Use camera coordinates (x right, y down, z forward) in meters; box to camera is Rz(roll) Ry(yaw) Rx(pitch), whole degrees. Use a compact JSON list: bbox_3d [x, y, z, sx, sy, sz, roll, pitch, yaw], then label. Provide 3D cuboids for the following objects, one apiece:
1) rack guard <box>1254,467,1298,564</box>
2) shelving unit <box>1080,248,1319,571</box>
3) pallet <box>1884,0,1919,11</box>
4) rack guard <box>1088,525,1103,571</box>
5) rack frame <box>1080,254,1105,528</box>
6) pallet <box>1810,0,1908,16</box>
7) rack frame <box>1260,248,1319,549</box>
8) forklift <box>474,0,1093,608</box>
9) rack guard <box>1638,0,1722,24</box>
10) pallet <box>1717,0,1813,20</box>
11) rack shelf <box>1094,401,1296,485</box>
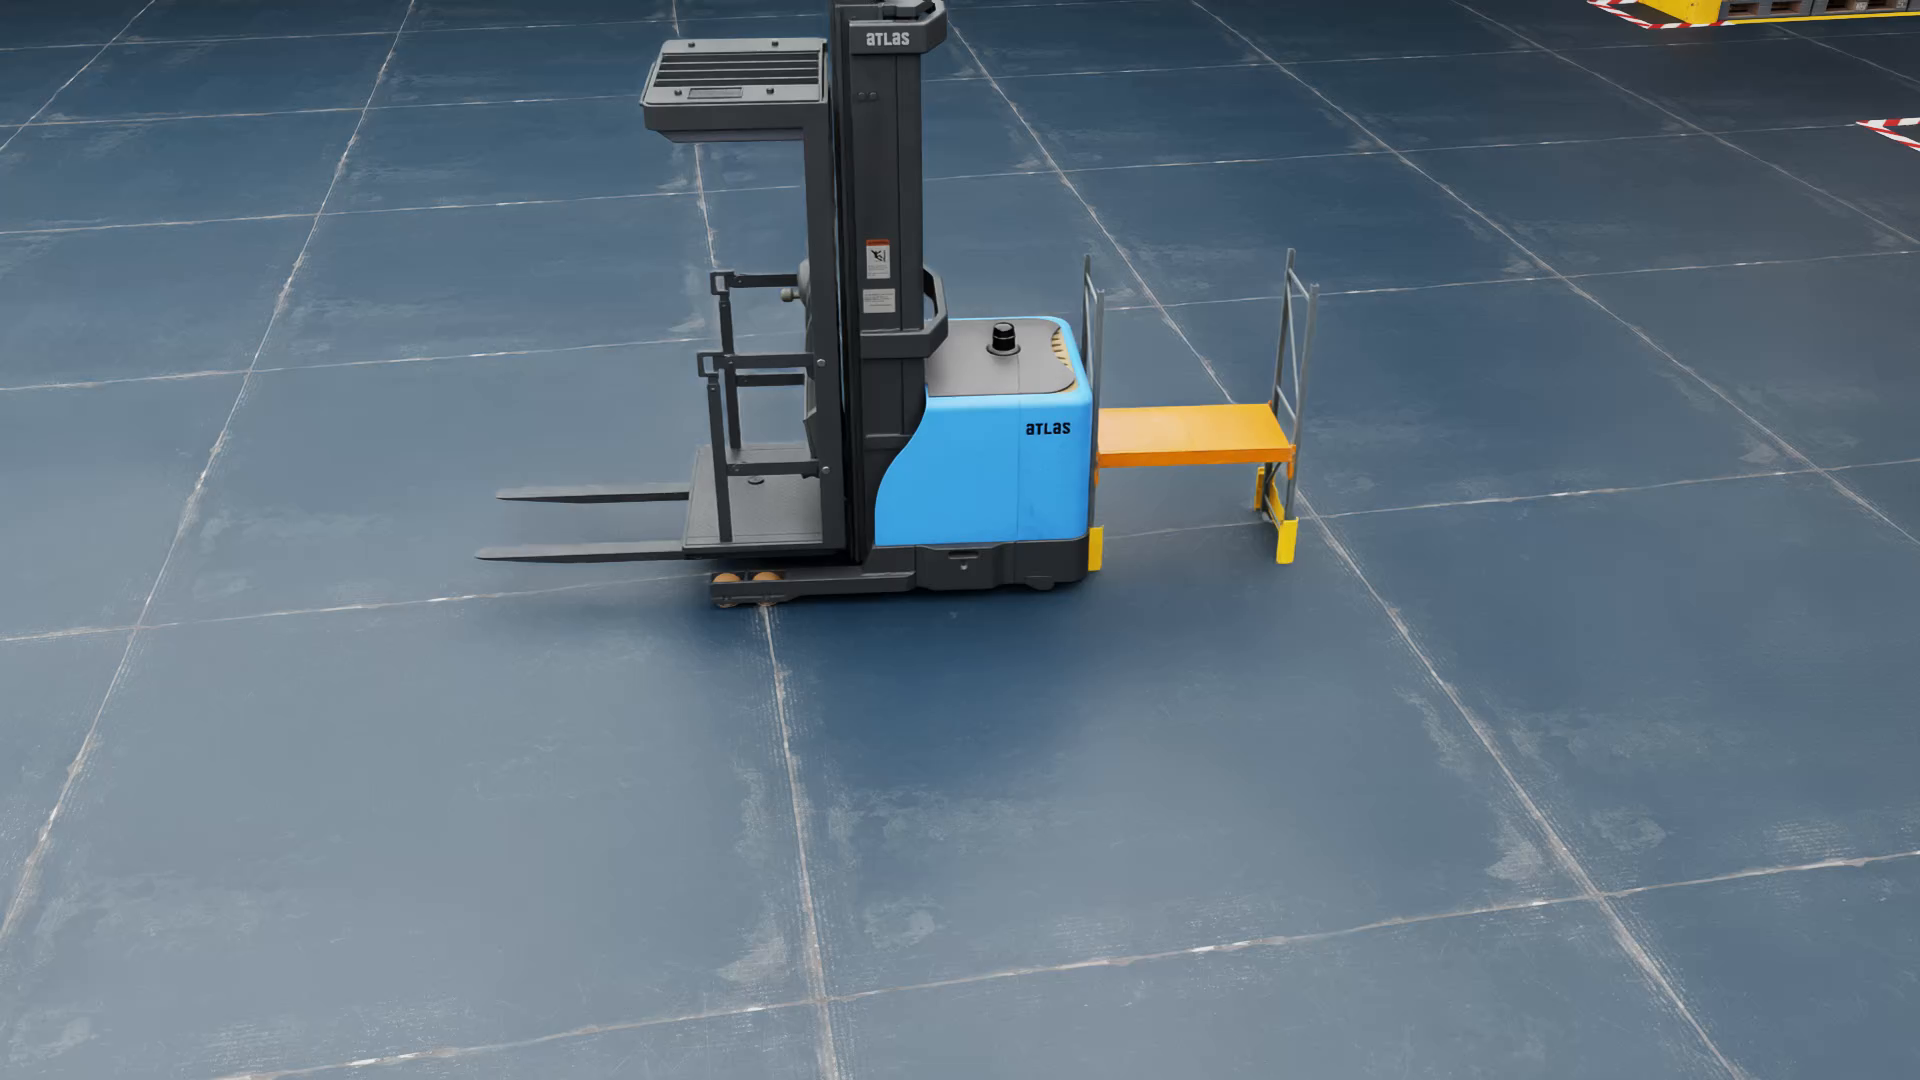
[{"bbox_3d":[1.656,-0.135,8.733,0.087,0.250,0.587,-2,31,-3],"label":"rack guard"},{"bbox_3d":[1.159,-0.656,8.386,1.083,1.500,0.587,-2,31,-3],"label":"shelving unit"},{"bbox_3d":[11.372,-6.456,19.521,1.213,0.211,1.003,-5,31,-9],"label":"pallet"},{"bbox_3d":[0.662,-0.099,8.673,0.087,0.250,0.587,-2,31,-3],"label":"rack guard"},{"bbox_3d":[0.643,-0.638,8.355,0.032,1.500,0.500,-2,31,-3],"label":"rack frame"},{"bbox_3d":[10.169,-6.343,19.328,1.213,0.211,1.003,-5,31,-9],"label":"pallet"},{"bbox_3d":[1.657,-0.674,8.416,0.032,1.500,0.500,-2,31,-3],"label":"rack frame"},{"bbox_3d":[-0.900,-1.209,7.915,3.031,2.935,1.130,-2,31,-3],"label":"forklift"},{"bbox_3d":[8.204,-6.264,18.910,0.348,0.500,1.175,-5,31,-9],"label":"rack guard"},{"bbox_3d":[8.972,-6.233,19.142,1.213,0.211,1.003,-5,31,-9],"label":"pallet"},{"bbox_3d":[1.150,-0.501,8.477,1.000,0.185,0.538,-2,31,-3],"label":"rack shelf"}]
